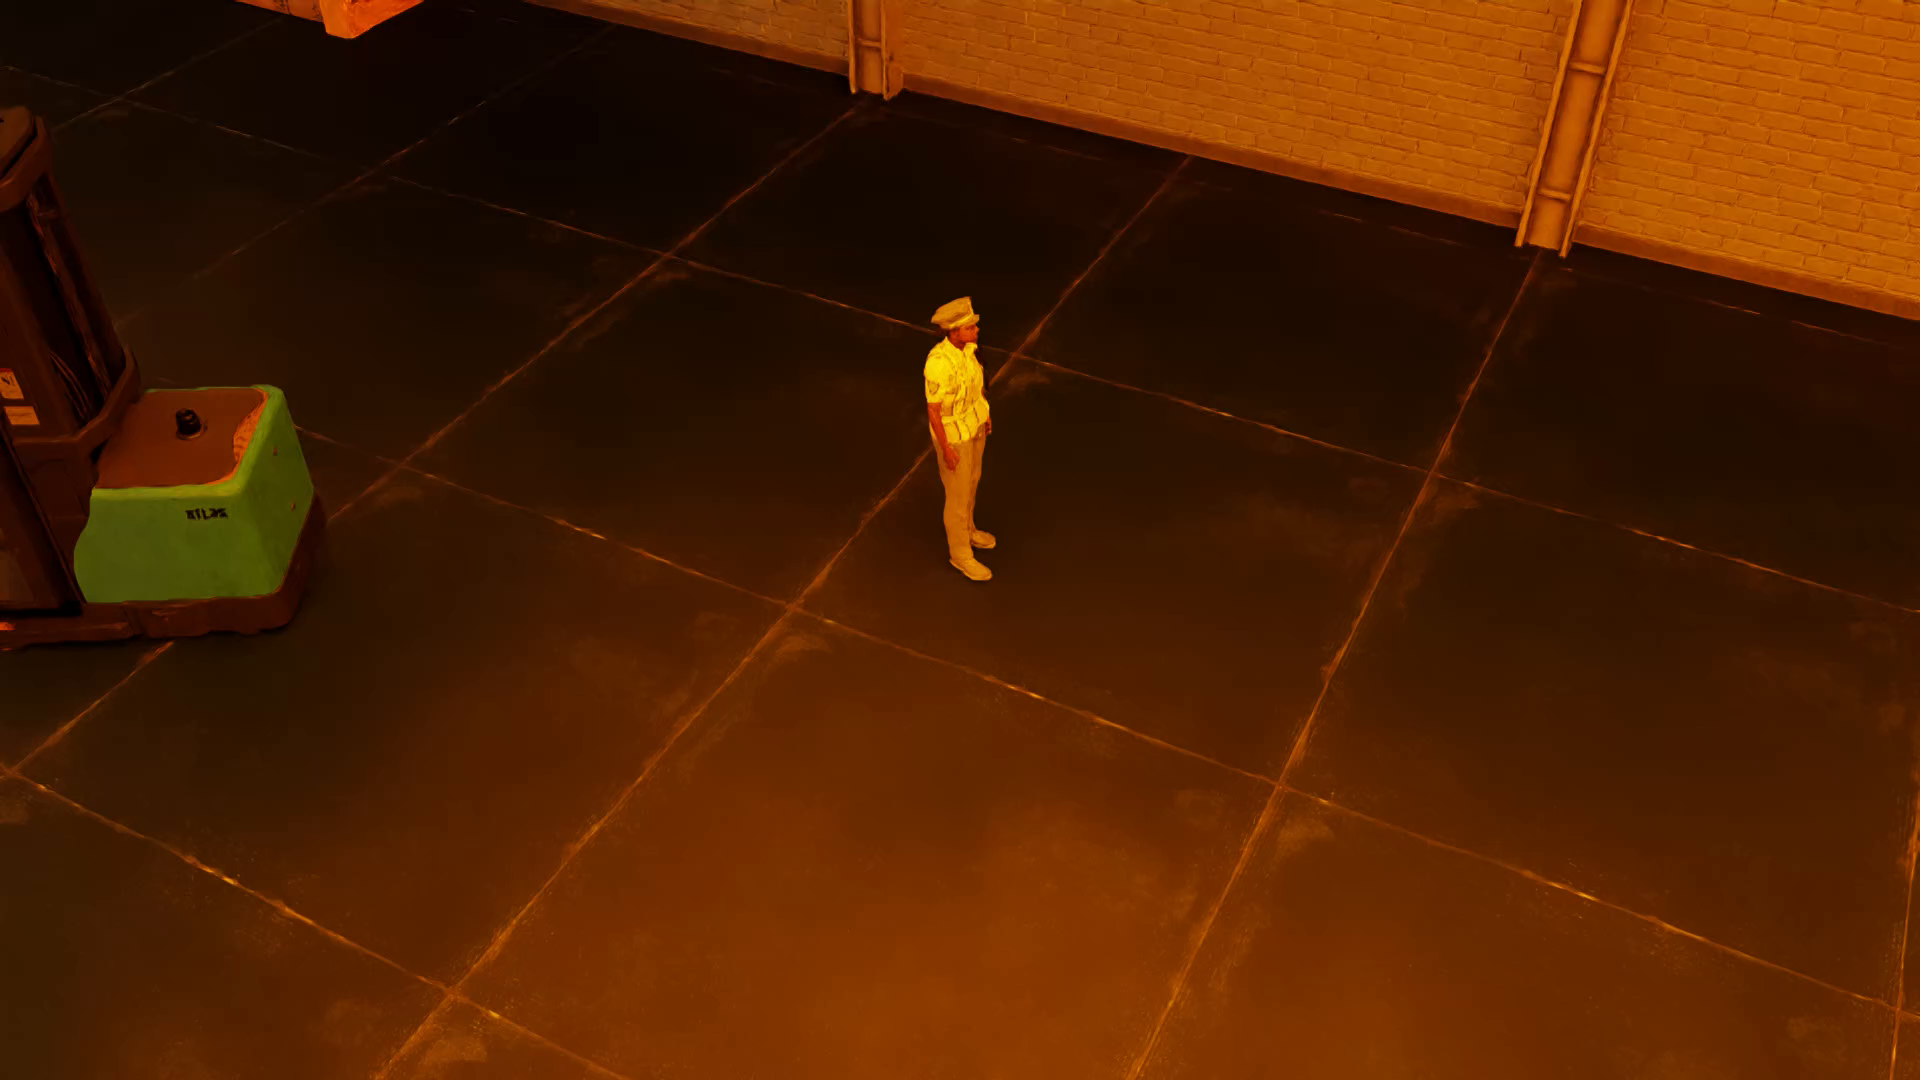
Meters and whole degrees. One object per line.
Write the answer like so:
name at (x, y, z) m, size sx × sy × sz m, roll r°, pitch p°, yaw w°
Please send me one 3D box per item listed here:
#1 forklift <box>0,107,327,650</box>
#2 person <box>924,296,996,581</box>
forklift at (-5.397, -0.837, 8.980) m, size 3.031 × 2.935 × 1.130 m, roll -2°, pitch 40°, yaw -3°
person at (0.058, -0.620, 9.671) m, size 0.529 × 1.695 × 0.570 m, roll 18°, pitch 43°, yaw 21°
